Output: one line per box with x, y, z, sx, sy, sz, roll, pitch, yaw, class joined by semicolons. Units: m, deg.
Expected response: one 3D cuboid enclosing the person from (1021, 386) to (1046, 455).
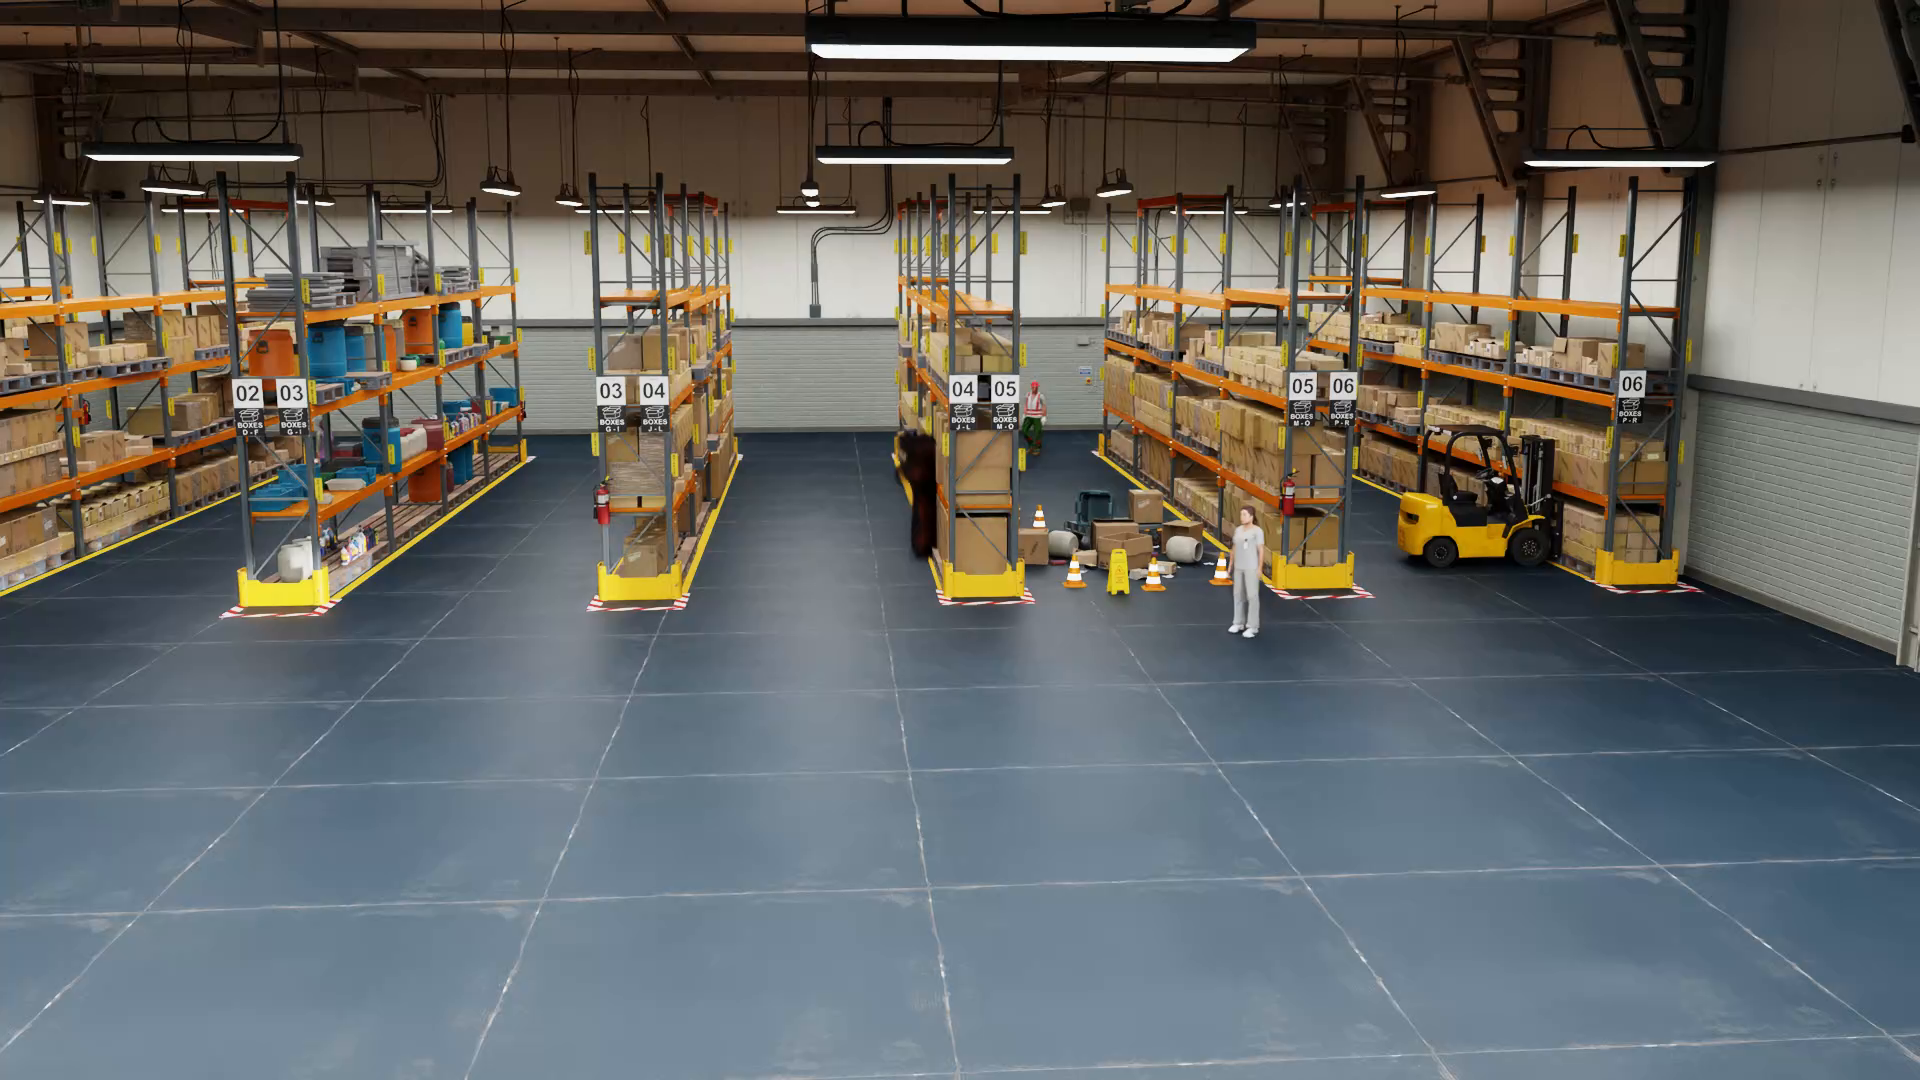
1.788;-2.930;40.266;0.567;1.748;0.389;9;13;41;person

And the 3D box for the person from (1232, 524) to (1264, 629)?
3.723;0.471;21.720;0.298;1.352;0.457;-10;14;-44;person

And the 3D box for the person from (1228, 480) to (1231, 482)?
5.951;-1.915;35.620;0.559;1.369;0.473;1;10;5;person

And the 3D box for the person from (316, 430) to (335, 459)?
-12.707;-1.923;33.305;0.335;0.569;0.420;0;10;2;person
